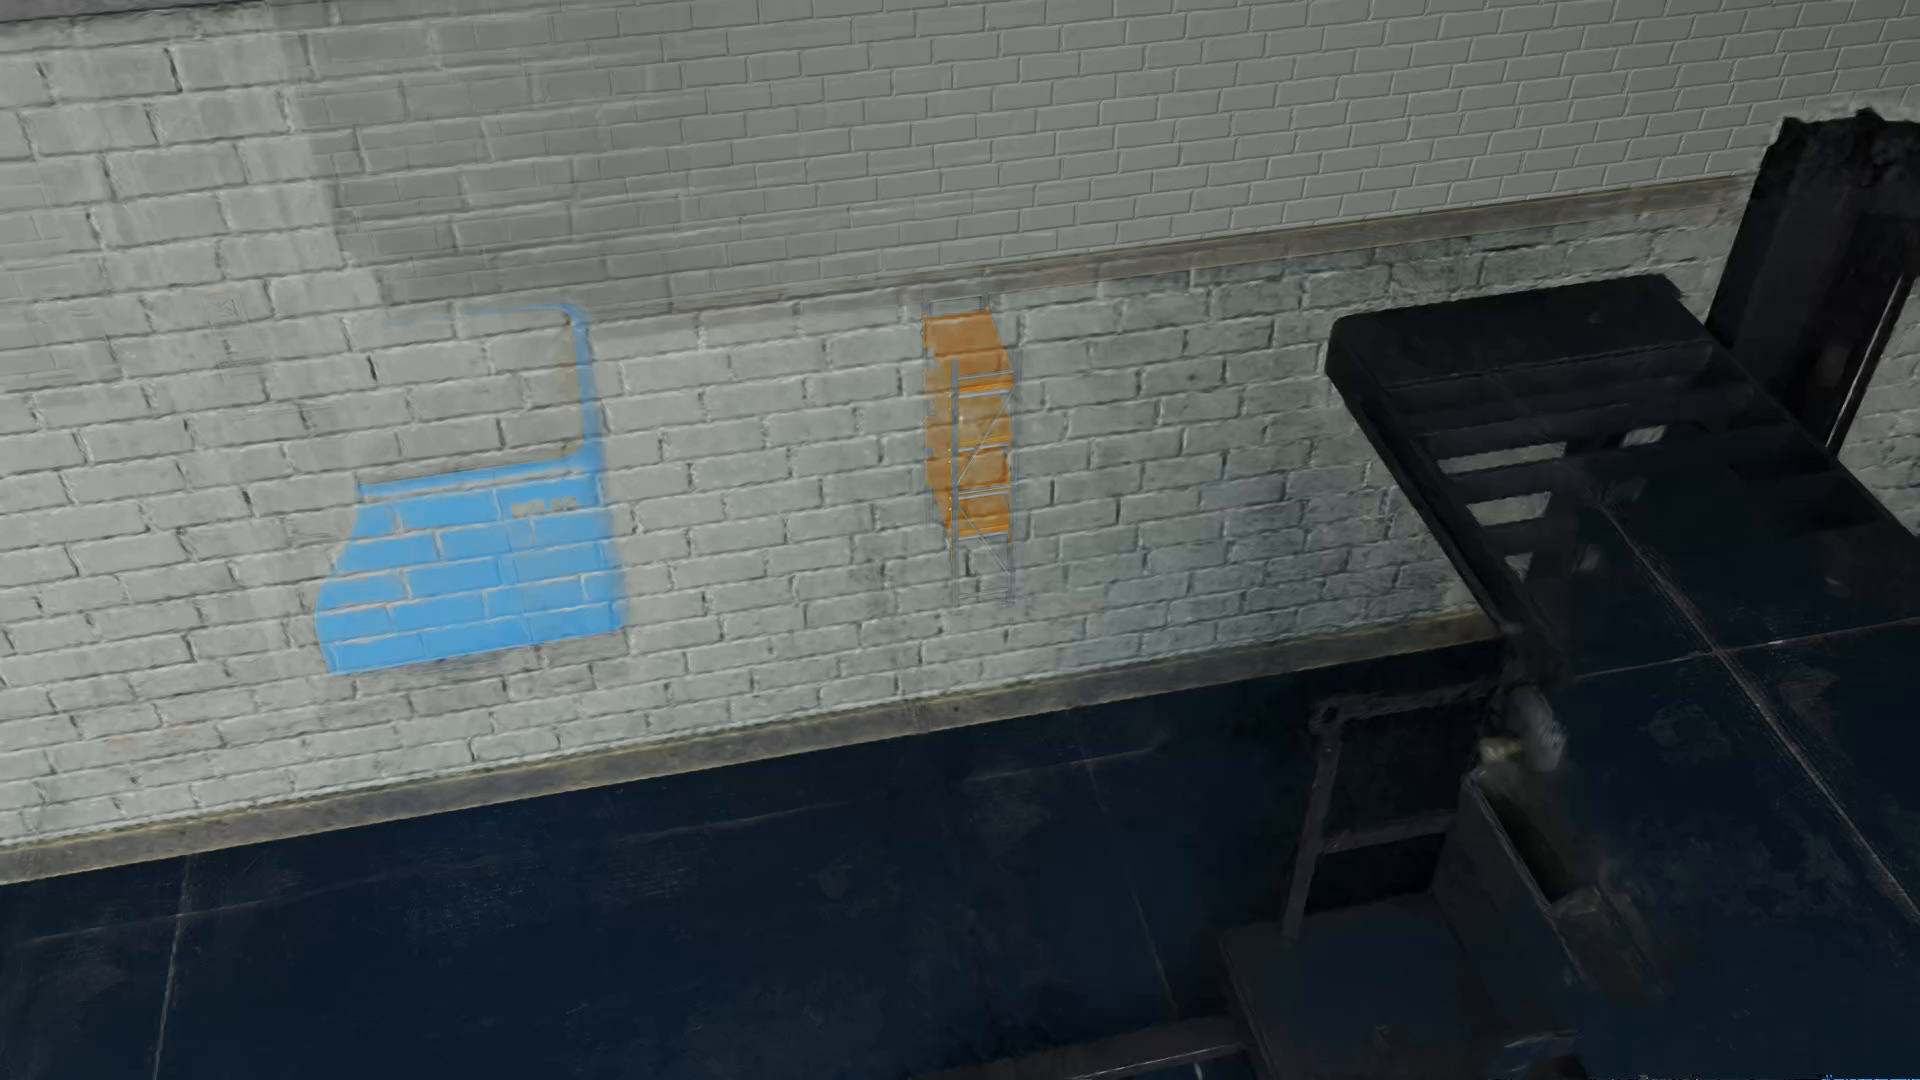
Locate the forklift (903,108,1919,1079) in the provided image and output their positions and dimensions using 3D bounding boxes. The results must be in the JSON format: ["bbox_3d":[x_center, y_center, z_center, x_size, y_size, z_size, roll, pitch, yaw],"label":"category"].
[{"bbox_3d":[-2.727,-0.655,5.280,3.031,2.935,1.130,-9,42,-10],"label":"forklift"}]
